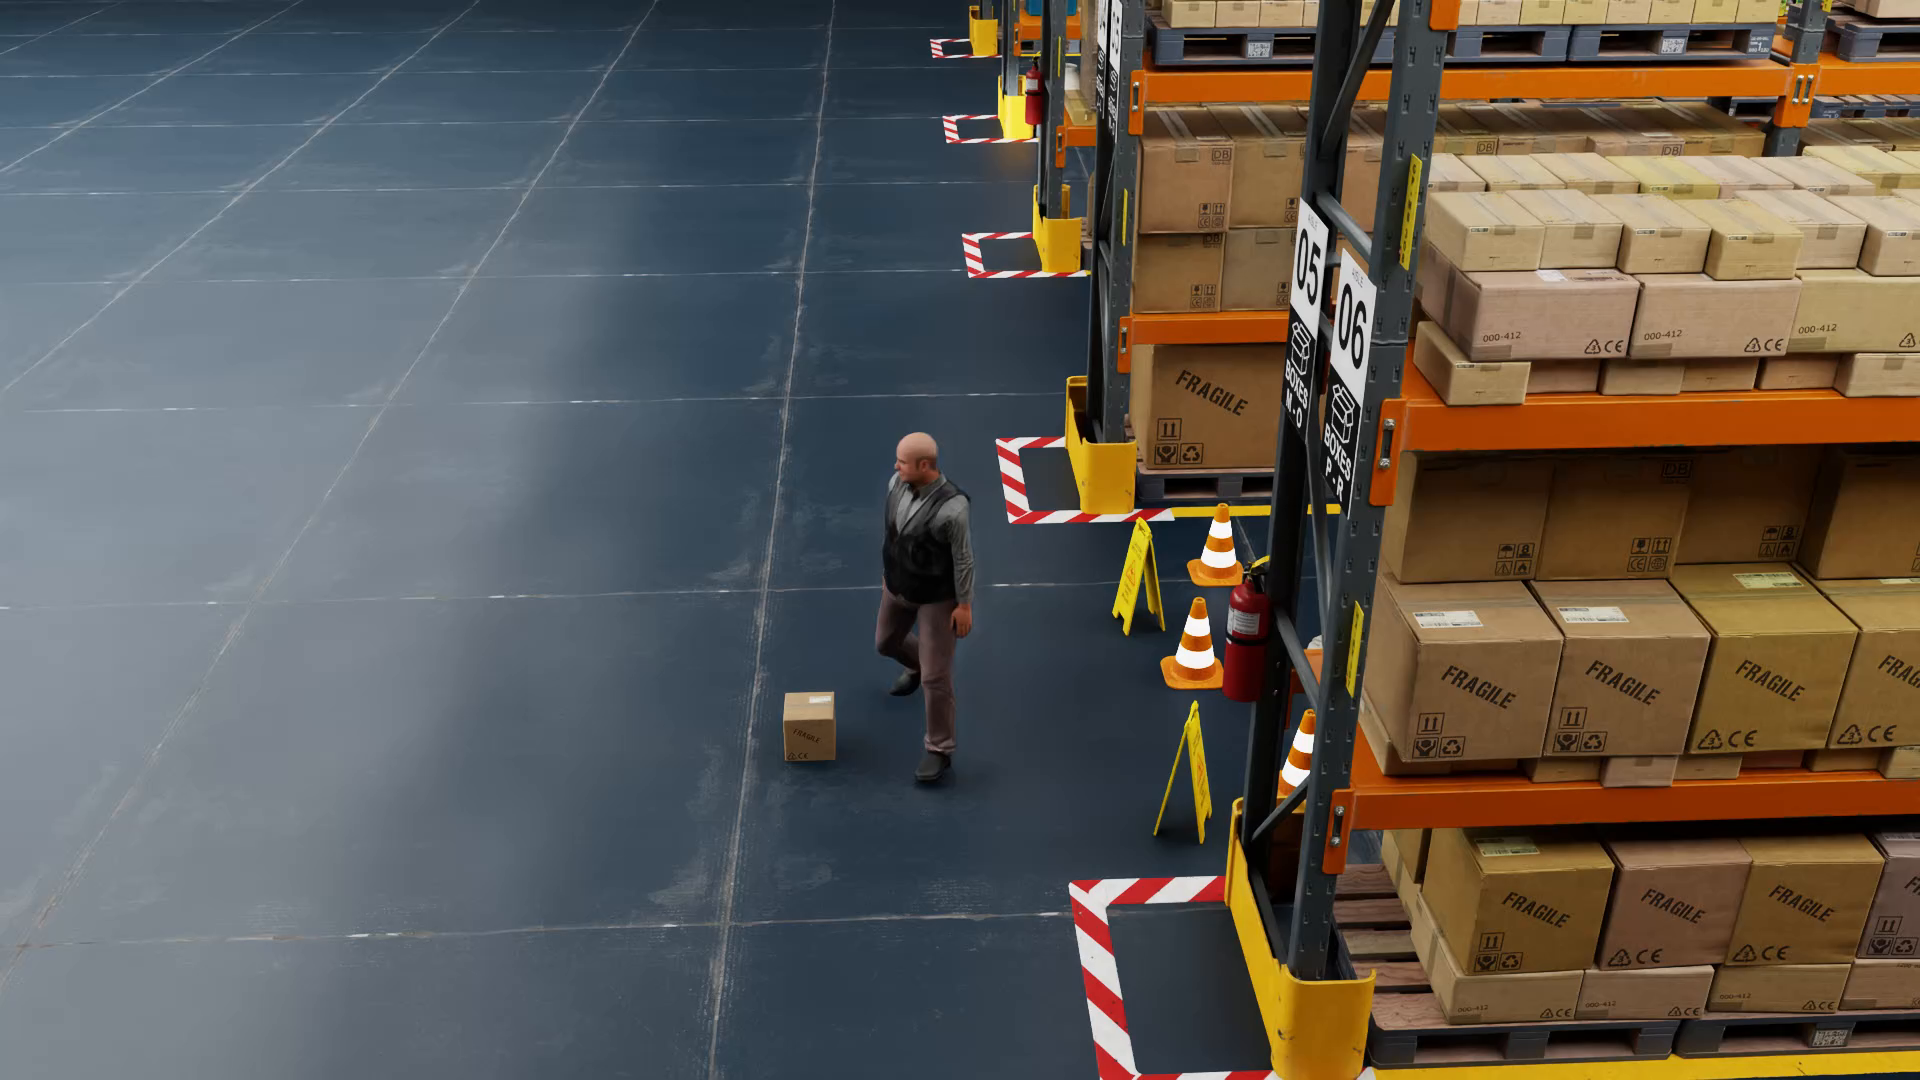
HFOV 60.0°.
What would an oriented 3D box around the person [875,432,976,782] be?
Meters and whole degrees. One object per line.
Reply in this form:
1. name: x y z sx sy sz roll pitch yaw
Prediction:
1. person: -0.189 0.245 8.193 0.699 1.710 0.749 -24 36 -39
